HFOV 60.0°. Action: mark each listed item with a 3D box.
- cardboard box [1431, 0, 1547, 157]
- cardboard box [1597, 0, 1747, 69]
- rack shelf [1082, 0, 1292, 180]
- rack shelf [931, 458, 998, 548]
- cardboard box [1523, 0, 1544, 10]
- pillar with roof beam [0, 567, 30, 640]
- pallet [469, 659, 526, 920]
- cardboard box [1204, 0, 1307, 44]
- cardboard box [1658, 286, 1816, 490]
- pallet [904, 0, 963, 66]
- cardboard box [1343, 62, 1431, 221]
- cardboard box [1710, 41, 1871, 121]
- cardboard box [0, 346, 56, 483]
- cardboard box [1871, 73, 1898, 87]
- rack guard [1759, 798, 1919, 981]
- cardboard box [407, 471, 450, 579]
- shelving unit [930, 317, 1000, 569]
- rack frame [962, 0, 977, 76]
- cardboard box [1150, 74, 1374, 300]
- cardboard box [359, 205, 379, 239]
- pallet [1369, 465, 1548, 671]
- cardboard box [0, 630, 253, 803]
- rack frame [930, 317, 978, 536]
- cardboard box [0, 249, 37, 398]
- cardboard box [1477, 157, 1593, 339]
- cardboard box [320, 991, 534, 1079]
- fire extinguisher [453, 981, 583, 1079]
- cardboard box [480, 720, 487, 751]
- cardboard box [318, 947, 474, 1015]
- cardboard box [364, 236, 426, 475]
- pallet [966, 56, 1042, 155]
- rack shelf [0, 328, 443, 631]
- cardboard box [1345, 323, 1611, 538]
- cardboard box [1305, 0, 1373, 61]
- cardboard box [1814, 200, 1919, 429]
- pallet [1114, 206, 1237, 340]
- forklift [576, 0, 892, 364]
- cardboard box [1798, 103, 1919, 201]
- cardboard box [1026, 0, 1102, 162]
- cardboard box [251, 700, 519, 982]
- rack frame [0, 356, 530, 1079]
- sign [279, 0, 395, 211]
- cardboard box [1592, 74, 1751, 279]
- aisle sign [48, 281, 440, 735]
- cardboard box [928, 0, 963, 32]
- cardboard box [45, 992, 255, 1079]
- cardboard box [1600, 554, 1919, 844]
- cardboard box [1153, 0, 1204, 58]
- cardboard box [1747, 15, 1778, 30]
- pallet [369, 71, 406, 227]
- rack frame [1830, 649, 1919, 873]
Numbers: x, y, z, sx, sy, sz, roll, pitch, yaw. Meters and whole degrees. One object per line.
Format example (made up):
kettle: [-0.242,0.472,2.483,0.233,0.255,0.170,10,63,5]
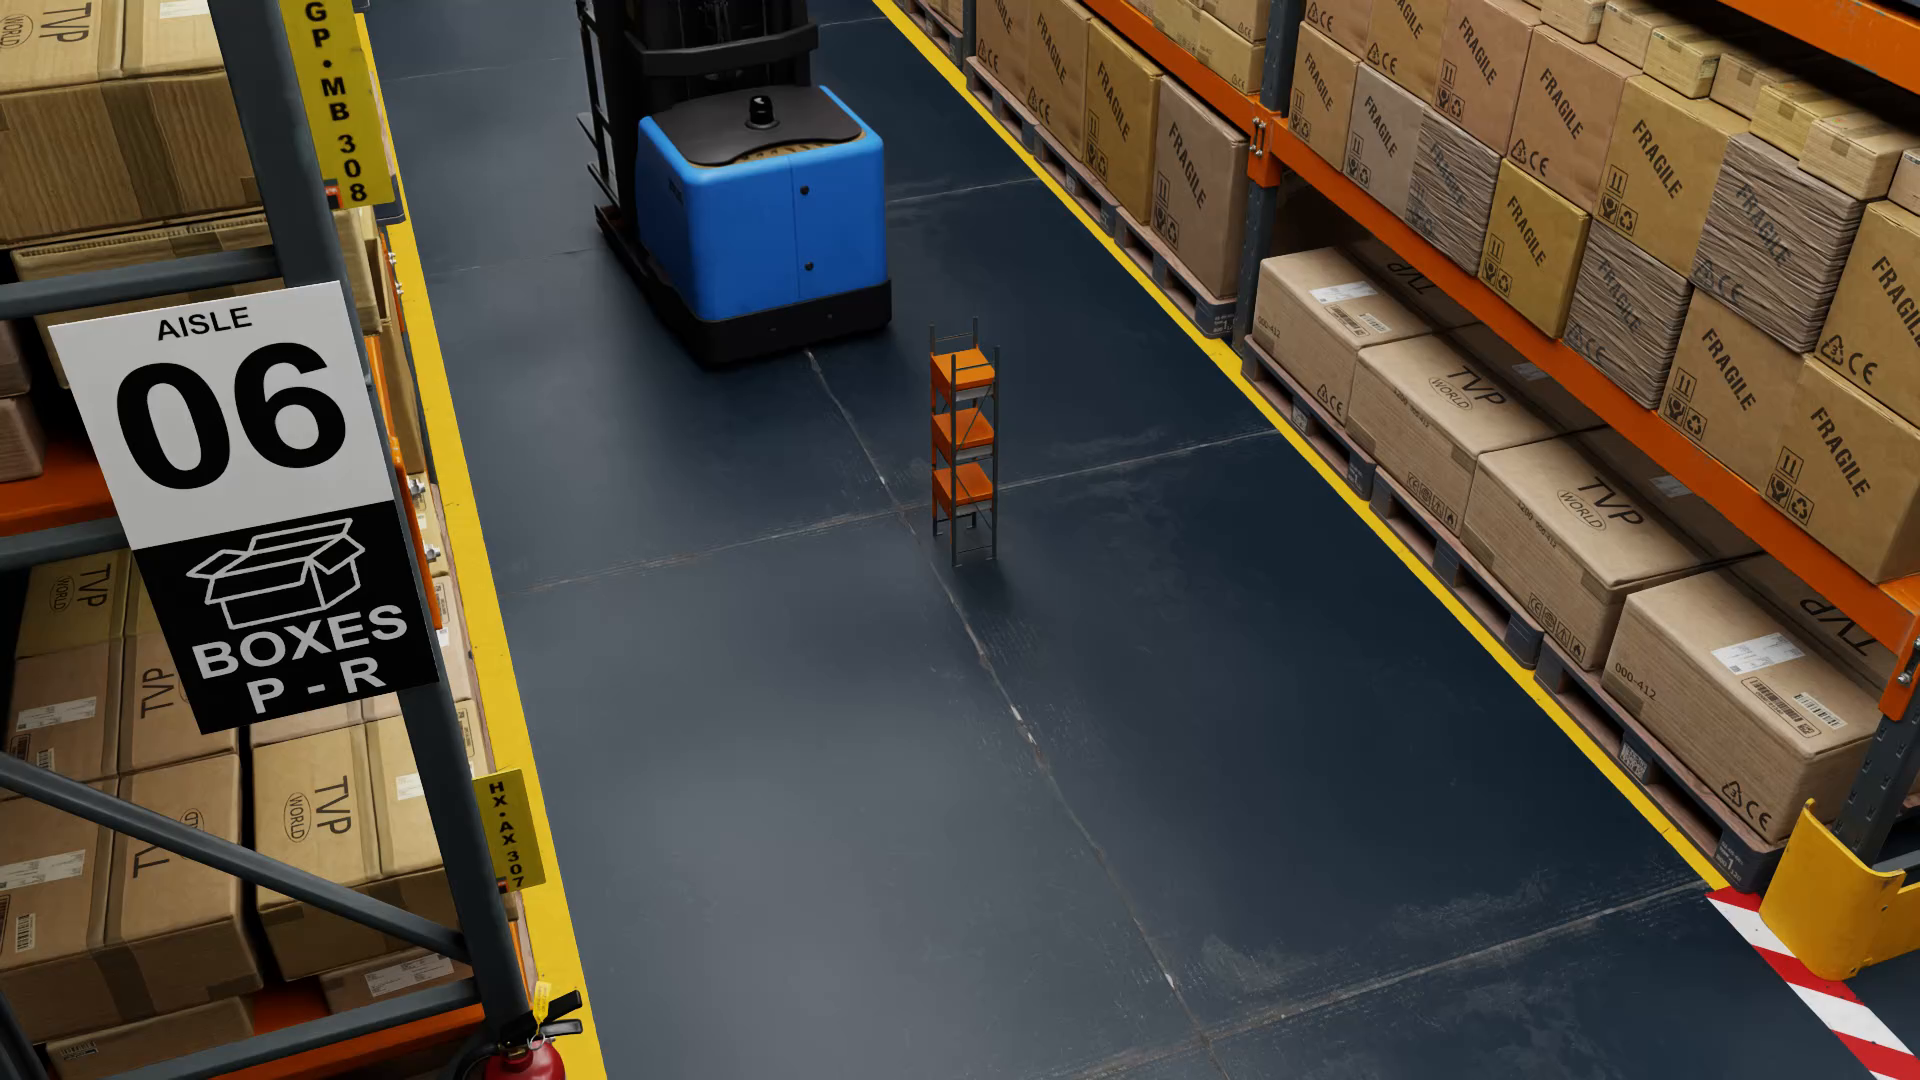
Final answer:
cardboard box: [2.155,-1.797,6.228,0.500,0.500,0.500,-12,39,-15]
cardboard box: [2.387,-1.716,5.582,0.380,0.149,0.250,-11,38,-14]
rack shelf: [1.197,-3.097,9.467,1.077,0.370,4.000,-12,39,-16]
rack shelf: [0.018,-0.159,7.068,0.215,0.259,0.240,-12,39,-16]
cardboard box: [2.237,-2.010,5.972,0.380,0.149,0.250,-13,39,-16]
pillar with roof beam: [0.661,-3.933,4.992,9.100,9.000,0.400,-12,39,-16]
pallet: [-2.115,0.967,5.790,1.003,0.211,1.213,-12,39,-16]
cardboard box: [1.505,-2.593,7.909,0.500,0.250,0.500,-12,39,-16]
cardboard box: [2.688,-0.539,5.390,0.500,0.500,0.500,-13,39,-17]
pallet: [0.241,-3.842,12.176,1.003,0.211,1.213,-12,39,-16]
cardboard box: [1.970,-1.690,6.918,0.500,0.500,0.500,-12,39,-16]
cardboard box: [2.601,-1.435,5.208,0.380,0.149,0.250,-13,39,-16]
cardboard box: [-1.725,-0.196,2.733,0.380,0.149,0.250,-11,38,-15]
cardboard box: [3.013,-1.538,5.345,0.380,0.149,0.250,-12,39,-16]
rack guard: [3.270,1.017,5.484,1.175,0.500,0.348,-12,39,-16]
cardboard box: [-1.652,0.093,4.510,0.500,0.250,0.500,-13,39,-17]
shelving unit: [0.018,-0.389,6.894,0.215,1.050,0.252,-12,39,-16]
rack frame: [0.509,-4.514,10.750,1.000,3.000,0.127,-12,39,-16]
cardboard box: [1.597,-1.907,8.706,0.875,0.875,0.875,-11,38,-15]
cardboard box: [-2.370,-1.047,6.024,0.500,0.250,0.500,-11,38,-15]
pallet: [2.497,-0.005,7.081,1.003,0.211,1.213,-12,39,-16]
cardboard box: [-1.982,0.479,3.998,0.500,0.250,0.500,-12,39,-16]
rack frame: [-0.024,-0.458,6.986,0.200,1.050,0.008,-12,39,-16]
cardboard box: [-1.806,-0.417,2.695,0.500,0.250,0.500,-13,39,-17]
cardboard box: [2.312,-1.117,6.157,0.500,0.500,0.500,-11,38,-15]
cardboard box: [-1.519,1.499,4.493,0.797,0.503,0.637,-14,39,-18]
fire extinguisher: [-0.913,1.202,3.535,0.296,0.674,0.183,-12,39,-16]
cardboard box: [-1.865,0.690,5.569,0.500,0.500,0.500,-12,39,-15]
cardboard box: [-1.253,0.893,3.781,0.380,0.149,0.250,-13,39,-16]
cardboard box: [-1.817,-0.483,4.652,0.500,0.500,0.500,-11,38,-15]
pallet: [0.709,-2.940,10.977,1.003,0.211,1.213,-12,39,-16]
rack shelf: [-2.086,-1.006,4.197,1.077,0.370,4.000,-12,39,-16]
cardboard box: [2.309,-0.517,7.223,0.875,0.438,0.875,-14,39,-17]
cardboard box: [1.821,-2.375,6.996,0.500,0.500,0.500,-12,39,-16]
cardboard box: [2.872,-0.657,4.716,0.500,0.500,0.500,-11,38,-14]
pallet: [1.549,-1.561,9.147,1.003,0.211,1.213,-12,39,-16]
forklift: [-1.444,-2.929,8.703,1.130,2.935,3.031,-16,40,-20]
cardboard box: [2.672,-1.122,4.793,0.380,0.149,0.250,-13,39,-16]
cardboard box: [0.971,-2.921,10.052,0.875,0.875,0.875,-12,39,-15]
cardboard box: [-1.301,0.664,3.753,0.500,0.250,0.500,-12,39,-16]
rack frame: [-1.398,1.035,3.383,1.000,3.000,0.127,-12,39,-16]
sign: [-0.888,-0.625,2.367,0.100,0.325,0.005,-12,39,-16]
cardboard box: [2.497,-1.227,5.471,0.500,0.500,0.500,-13,39,-16]
aisle sign: [-1.099,-0.026,2.631,0.394,0.787,0.004,-12,39,-16]
cardboard box: [0.323,-3.954,11.841,0.950,0.372,0.625,-15,40,-19]
cardboard box: [-1.764,1.003,3.634,0.380,0.149,0.250,-13,39,-16]
cardboard box: [2.940,0.508,5.862,0.875,0.438,0.875,-14,39,-17]
cardboard box: [1.320,-2.684,8.445,0.500,0.250,0.500,-13,39,-17]
cardboard box: [2.905,-1.836,5.741,0.380,0.149,0.250,-13,39,-17]
pallet: [-2.947,-1.622,7.070,1.003,0.211,1.213,-12,39,-16]
rack frame: [3.261,0.005,4.750,1.000,3.000,0.127,-12,39,-16]
